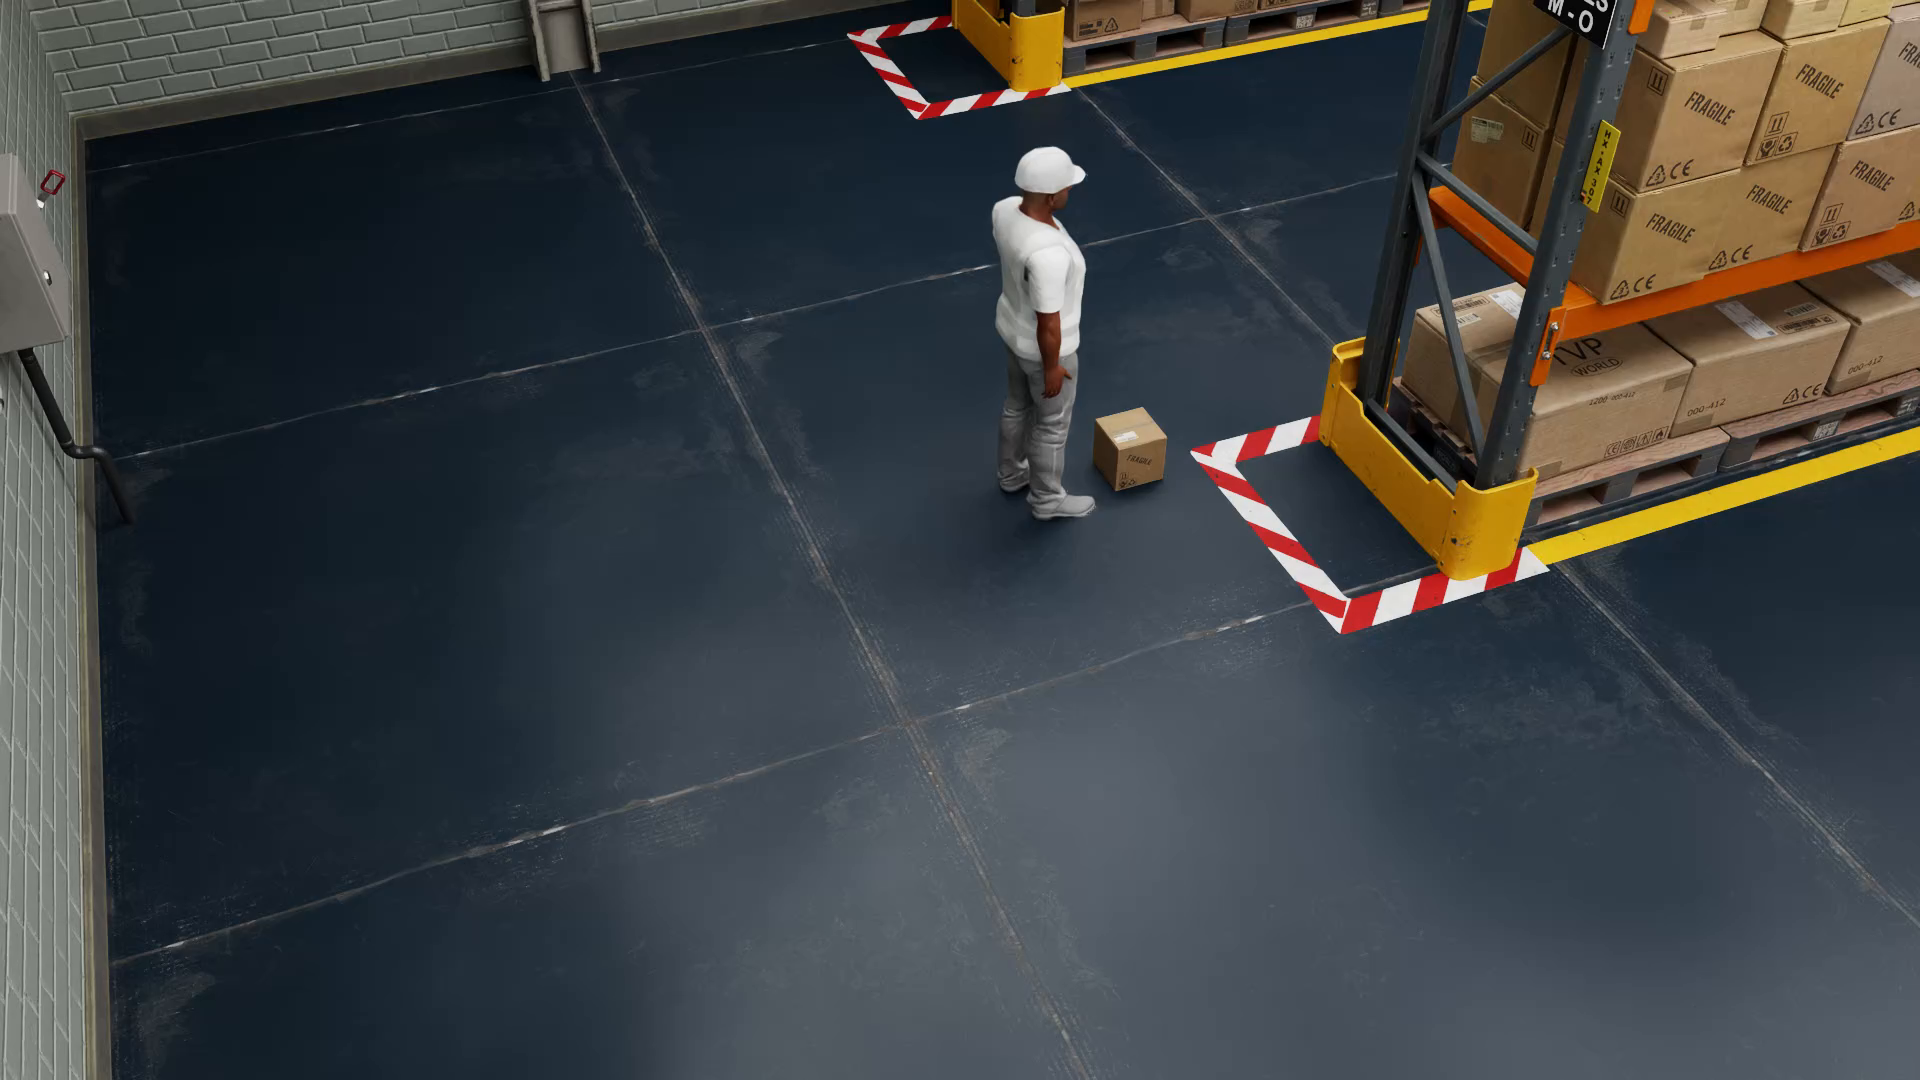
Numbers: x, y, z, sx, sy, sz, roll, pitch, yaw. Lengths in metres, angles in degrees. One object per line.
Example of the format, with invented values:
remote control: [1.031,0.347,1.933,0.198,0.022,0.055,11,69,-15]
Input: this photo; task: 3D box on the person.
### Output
person: [0.365,-0.886,7.147,0.419,1.779,0.582,-14,43,-15]
